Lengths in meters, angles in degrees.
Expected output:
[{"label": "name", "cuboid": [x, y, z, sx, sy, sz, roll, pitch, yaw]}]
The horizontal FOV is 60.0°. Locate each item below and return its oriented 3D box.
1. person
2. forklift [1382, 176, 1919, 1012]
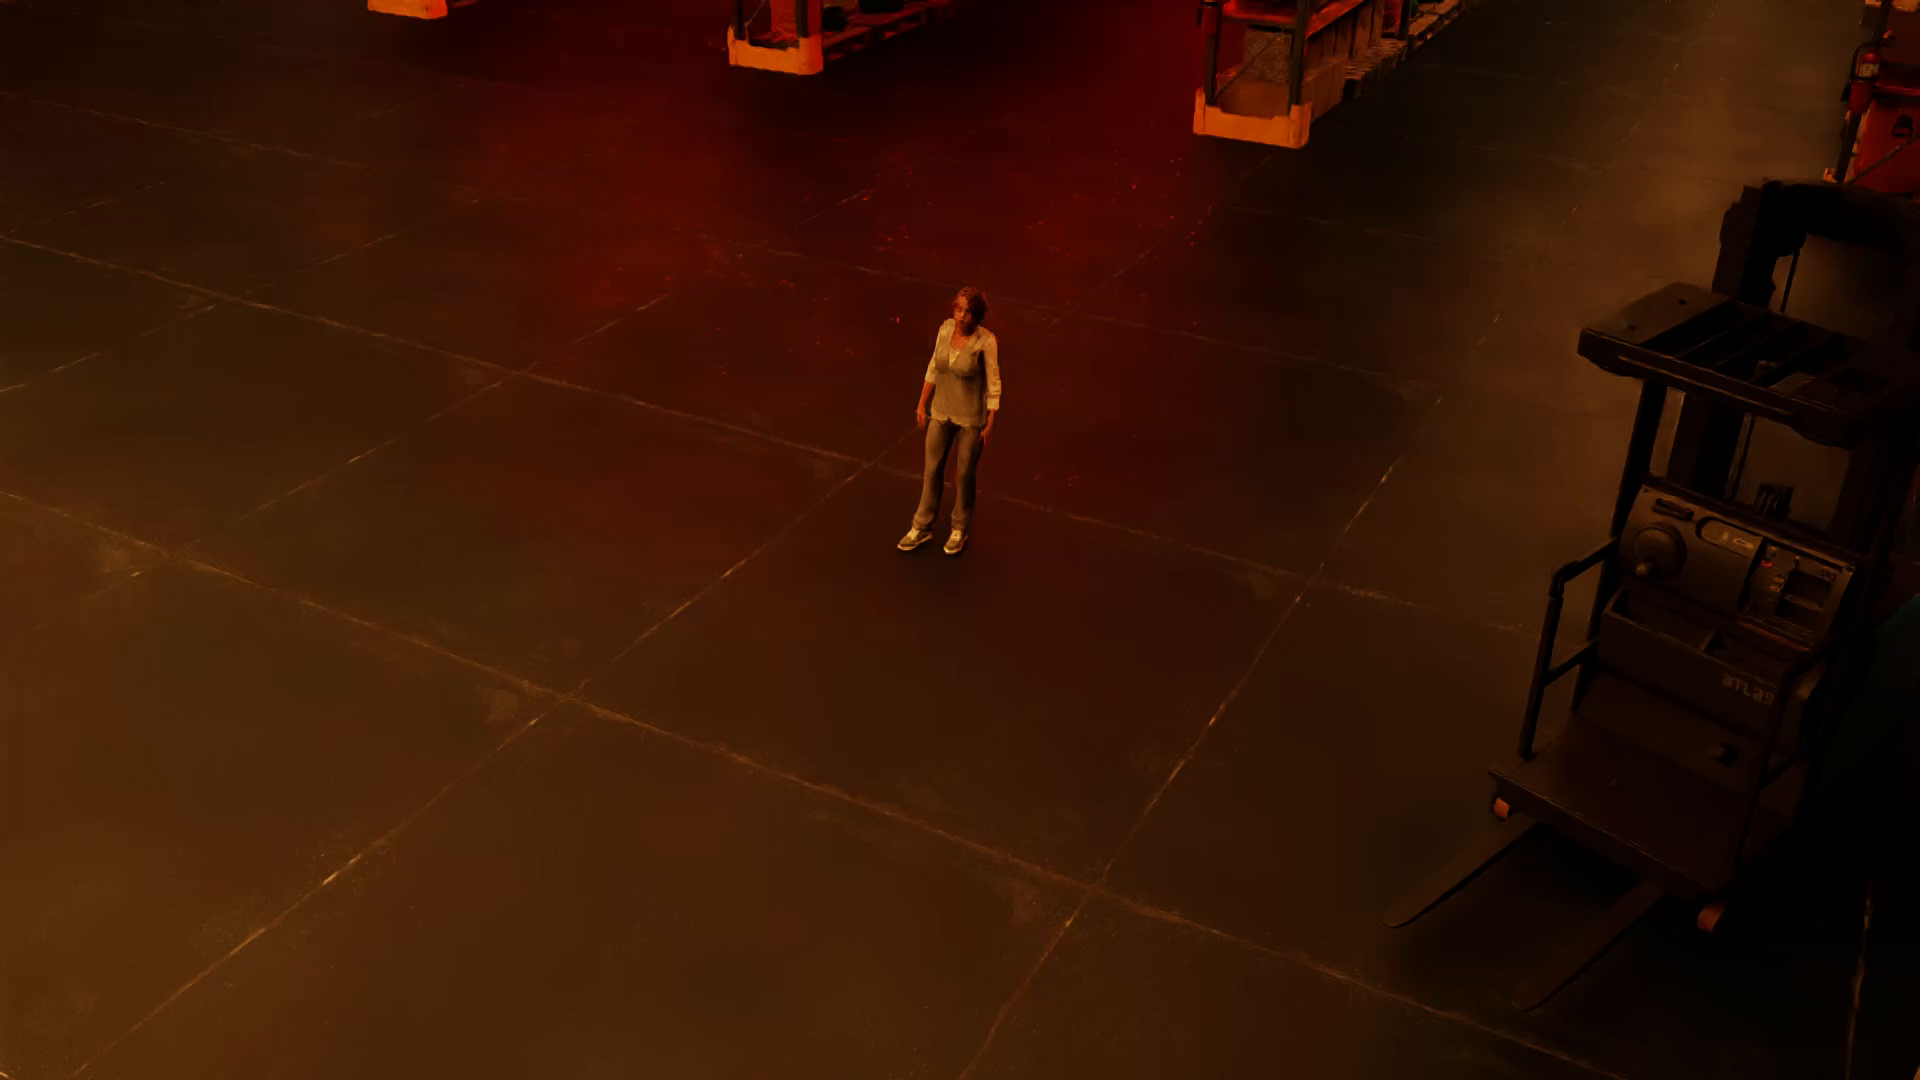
[{"label": "person", "cuboid": [-0.048, -0.669, 9.550, 0.521, 1.597, 0.474, 15, 33, 25]}, {"label": "forklift", "cuboid": [3.096, 0.118, 6.867, 3.031, 2.935, 1.130, -24, 37, -35]}]
